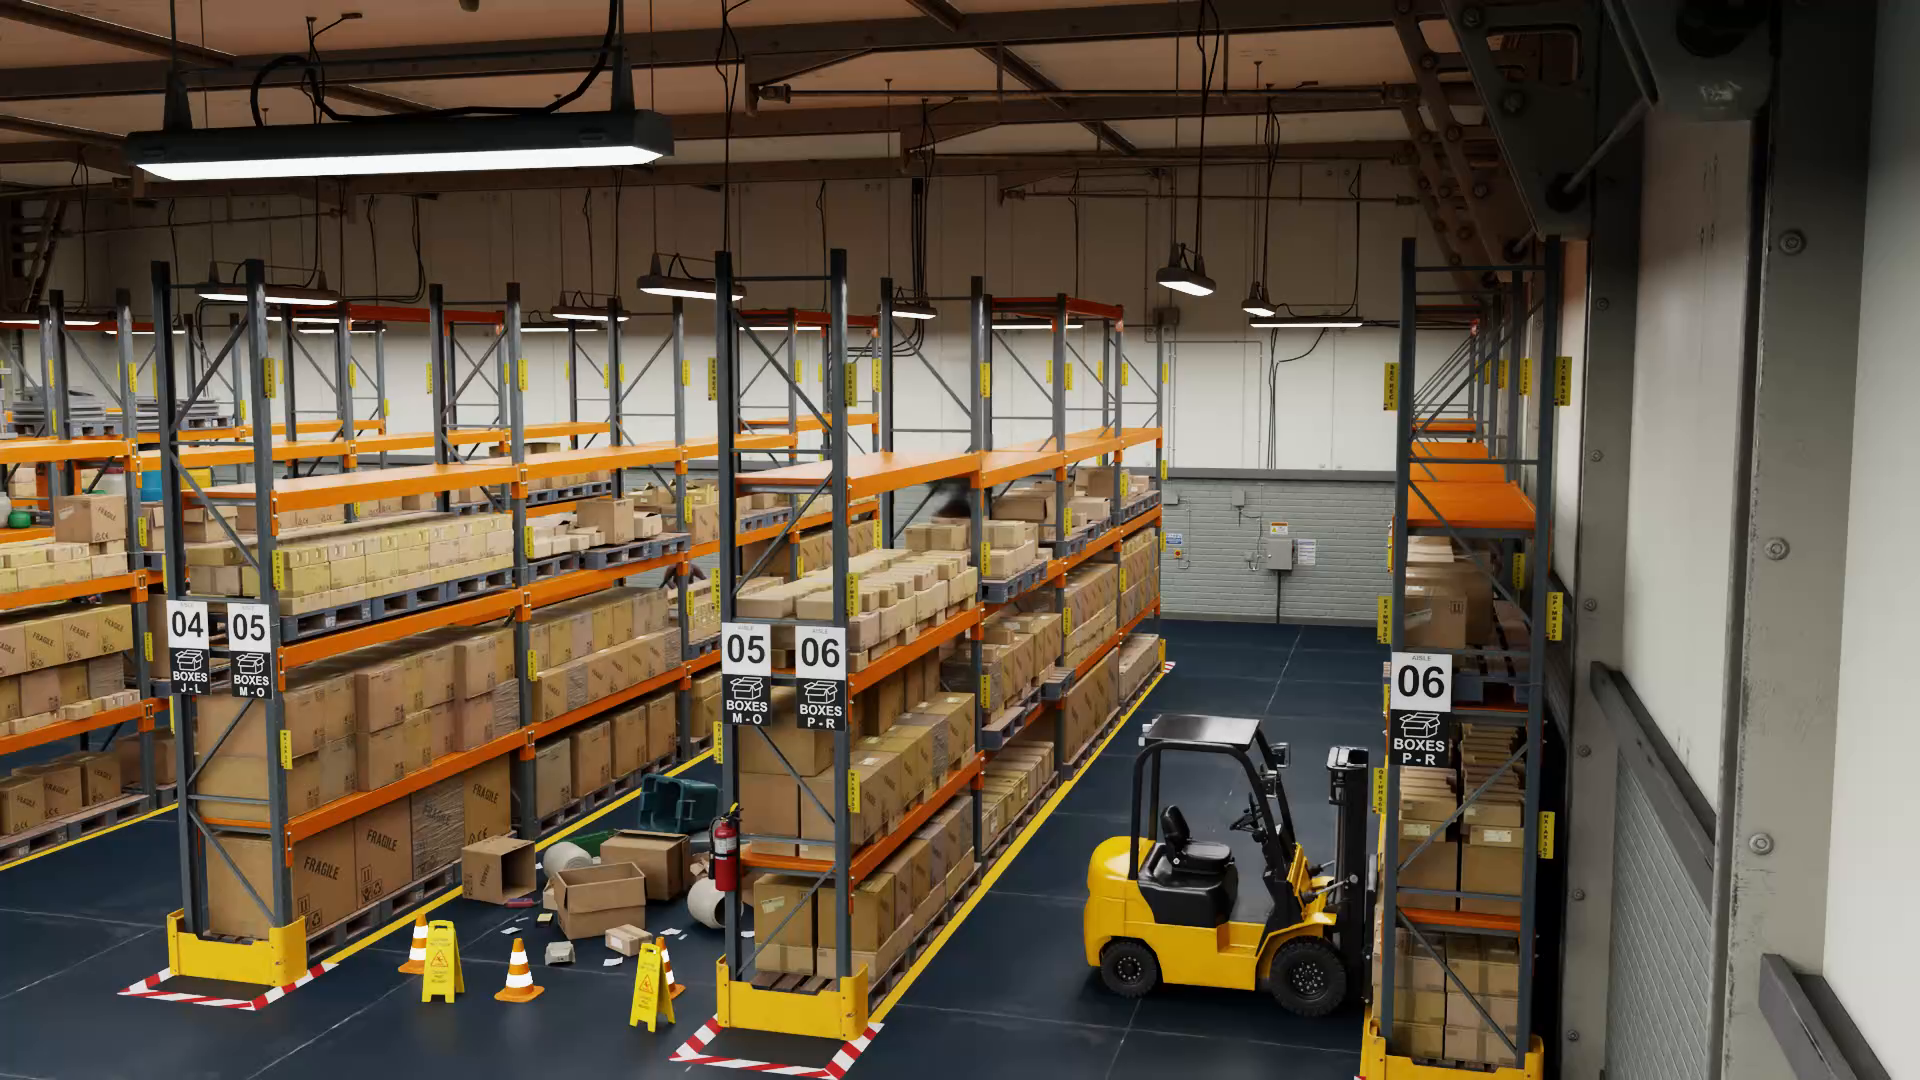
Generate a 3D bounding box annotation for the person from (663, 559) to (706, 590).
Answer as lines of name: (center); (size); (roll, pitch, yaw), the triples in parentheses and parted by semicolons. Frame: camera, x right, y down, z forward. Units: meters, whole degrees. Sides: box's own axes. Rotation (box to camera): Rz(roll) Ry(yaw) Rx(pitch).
person: (-4.941, 1.052, 30.729); (1.015, 1.719, 0.858); (-2, 7, -22)
